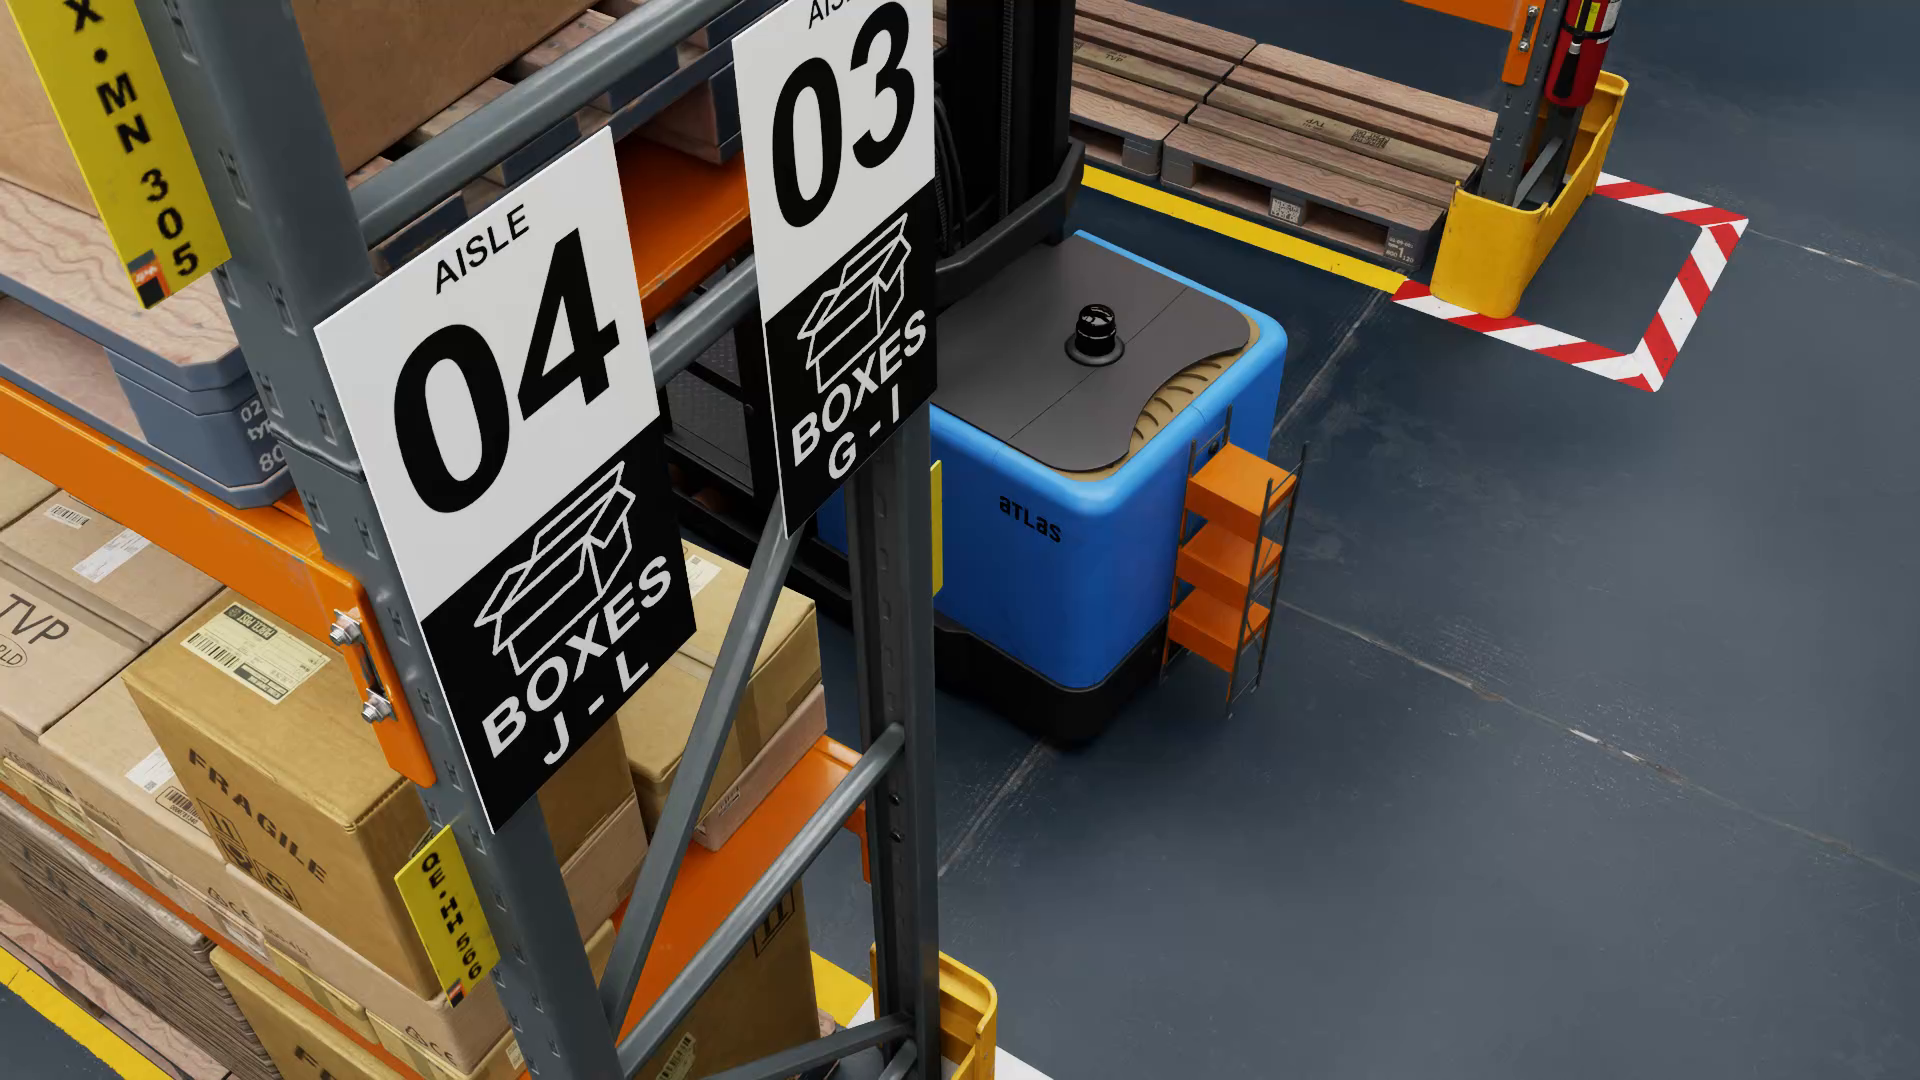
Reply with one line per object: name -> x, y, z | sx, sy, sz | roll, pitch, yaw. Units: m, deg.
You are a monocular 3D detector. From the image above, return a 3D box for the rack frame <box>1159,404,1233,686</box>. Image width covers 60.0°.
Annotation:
rack frame -> 0.699, 0.041, 4.978 | 0.008, 1.050, 0.200 | 30, 53, 26

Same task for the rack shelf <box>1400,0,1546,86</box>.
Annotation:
rack shelf -> 0.624, -2.849, 6.928 | 4.000, 0.370, 1.077 | 25, 51, 22

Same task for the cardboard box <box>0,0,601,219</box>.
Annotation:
cardboard box -> -0.833, -0.766, 1.879 | 0.500, 0.500, 0.700 | 22, 50, 20

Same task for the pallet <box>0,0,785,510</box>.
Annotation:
pallet -> -0.996, -0.631, 2.242 | 1.213, 0.211, 1.003 | 25, 51, 22

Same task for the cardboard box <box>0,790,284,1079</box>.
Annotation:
cardboard box -> -1.714, 0.707, 4.160 | 0.875, 0.875, 0.875 | 25, 51, 22

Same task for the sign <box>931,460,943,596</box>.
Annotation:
sign -> -0.062, 0.003, 2.997 | 0.005, 0.325, 0.100 | 25, 51, 22

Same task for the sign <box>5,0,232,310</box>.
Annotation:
sign -> -0.671, -0.339, 1.335 | 0.005, 0.325, 0.100 | 25, 51, 22

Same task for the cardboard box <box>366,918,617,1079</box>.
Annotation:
cardboard box -> -0.844, 0.813, 3.043 | 0.250, 0.149, 0.380 | 26, 51, 23

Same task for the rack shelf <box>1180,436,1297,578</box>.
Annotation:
rack shelf -> 0.794, -0.094, 4.729 | 0.240, 0.259, 0.215 | 30, 53, 26

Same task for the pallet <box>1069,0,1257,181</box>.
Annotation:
pallet -> 0.612, -2.169, 7.711 | 1.213, 0.211, 1.003 | 25, 51, 22

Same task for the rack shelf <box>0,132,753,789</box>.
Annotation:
rack shelf -> -2.050, -0.904, 2.947 | 4.000, 0.370, 1.077 | 25, 51, 22

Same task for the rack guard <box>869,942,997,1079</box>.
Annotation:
rack guard -> -0.346, 1.545, 3.900 | 0.348, 0.500, 1.175 | 25, 51, 22

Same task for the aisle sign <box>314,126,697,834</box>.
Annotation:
aisle sign -> -0.468, -0.032, 1.877 | 0.004, 0.787, 0.394 | 25, 51, 22

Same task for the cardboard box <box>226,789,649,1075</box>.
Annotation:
cardboard box -> -0.917, 0.586, 2.986 | 0.500, 0.250, 0.500 | 24, 50, 22

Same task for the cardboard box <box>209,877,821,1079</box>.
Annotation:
cardboard box -> -0.948, 1.059, 3.818 | 0.875, 0.875, 0.875 | 25, 51, 22

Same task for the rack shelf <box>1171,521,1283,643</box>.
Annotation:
rack shelf -> 0.794, 0.104, 4.932 | 0.240, 0.259, 0.215 | 30, 53, 26

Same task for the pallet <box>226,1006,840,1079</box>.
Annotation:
pallet -> -1.081, 1.374, 4.268 | 1.213, 0.211, 1.003 | 25, 51, 22

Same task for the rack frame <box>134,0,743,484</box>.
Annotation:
rack frame -> -0.366, -1.426, 0.861 | 0.127, 3.000, 1.000 | 25, 51, 22

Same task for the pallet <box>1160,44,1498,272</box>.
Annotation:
pallet -> 1.635, -1.696, 7.251 | 1.213, 0.211, 1.003 | 25, 51, 22

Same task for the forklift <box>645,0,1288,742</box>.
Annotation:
forklift -> -0.483, -1.303, 4.972 | 3.031, 2.935, 1.130 | 30, 53, 26

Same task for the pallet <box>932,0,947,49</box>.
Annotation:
pallet -> -0.419, -2.641, 8.169 | 1.213, 0.211, 1.003 | 25, 51, 22

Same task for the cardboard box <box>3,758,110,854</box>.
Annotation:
cardboard box -> -1.704, 0.419, 3.427 | 0.250, 0.149, 0.380 | 24, 50, 21

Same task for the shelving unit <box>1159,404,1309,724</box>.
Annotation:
shelving unit -> 0.794, 0.096, 4.924 | 0.252, 1.050, 0.215 | 30, 53, 26

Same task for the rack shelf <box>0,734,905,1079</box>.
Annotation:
rack shelf -> -2.050, 0.141, 4.023 | 4.000, 0.370, 1.077 | 25, 51, 22

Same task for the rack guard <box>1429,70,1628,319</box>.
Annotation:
rack guard -> 2.335, -1.453, 6.813 | 0.348, 0.500, 1.175 | 25, 51, 22

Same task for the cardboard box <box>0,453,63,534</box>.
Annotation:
cardboard box -> -2.213, -0.007, 3.562 | 0.500, 0.250, 0.500 | 25, 51, 22

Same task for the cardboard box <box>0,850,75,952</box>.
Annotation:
cardboard box -> -2.463, 0.362, 4.495 | 0.875, 0.875, 0.875 | 25, 51, 22

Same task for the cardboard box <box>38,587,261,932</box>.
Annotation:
cardboard box -> -1.344, 0.389, 3.178 | 0.500, 0.250, 0.500 | 24, 50, 21

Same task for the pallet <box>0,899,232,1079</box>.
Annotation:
pallet -> -2.104, 0.901, 4.727 | 1.213, 0.211, 1.003 | 25, 51, 22

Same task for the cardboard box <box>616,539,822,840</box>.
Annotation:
cardboard box -> -0.624, 0.264, 3.299 | 0.500, 0.250, 0.500 | 23, 50, 21

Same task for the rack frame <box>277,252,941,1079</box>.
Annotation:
rack frame -> -0.366, 0.665, 3.013 | 0.127, 3.000, 1.000 | 25, 51, 22

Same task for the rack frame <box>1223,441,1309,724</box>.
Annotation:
rack frame -> 0.889, 0.151, 4.871 | 0.008, 1.050, 0.200 | 30, 53, 26

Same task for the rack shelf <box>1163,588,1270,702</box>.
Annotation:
rack shelf -> 0.794, 0.297, 5.131 | 0.240, 0.259, 0.215 | 30, 53, 26

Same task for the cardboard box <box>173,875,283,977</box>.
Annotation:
cardboard box -> -1.275, 0.615, 3.236 | 0.250, 0.149, 0.380 | 25, 51, 22

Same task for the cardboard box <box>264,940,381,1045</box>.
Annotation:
cardboard box -> -1.063, 0.714, 3.140 | 0.250, 0.149, 0.380 | 25, 51, 22

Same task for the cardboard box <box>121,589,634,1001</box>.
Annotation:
cardboard box -> -0.918, 0.322, 2.720 | 0.500, 0.500, 0.500 | 25, 51, 23

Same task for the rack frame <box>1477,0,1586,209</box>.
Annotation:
rack frame -> 2.308, -2.325, 5.918 | 0.127, 3.000, 1.000 | 25, 51, 22

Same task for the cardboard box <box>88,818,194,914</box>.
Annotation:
cardboard box -> -1.485, 0.518, 3.330 | 0.250, 0.149, 0.380 | 26, 51, 23

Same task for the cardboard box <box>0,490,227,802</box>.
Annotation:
cardboard box -> -1.773, 0.192, 3.369 | 0.500, 0.250, 0.500 | 23, 50, 21

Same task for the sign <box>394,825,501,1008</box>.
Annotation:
sign -> -0.671, 0.501, 2.199 | 0.005, 0.325, 0.100 | 25, 51, 22

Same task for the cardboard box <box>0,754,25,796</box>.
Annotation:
cardboard box -> -1.923, 0.319, 3.524 | 0.250, 0.149, 0.380 | 25, 51, 22

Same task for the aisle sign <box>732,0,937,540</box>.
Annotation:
aisle sign -> -0.144, -0.395, 2.229 | 0.004, 0.787, 0.394 | 25, 51, 22

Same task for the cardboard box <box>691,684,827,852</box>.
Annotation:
cardboard box -> -0.487, 0.416, 3.430 | 0.250, 0.149, 0.380 | 25, 51, 23

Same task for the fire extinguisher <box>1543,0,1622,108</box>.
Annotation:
fire extinguisher -> 2.189, -1.836, 5.756 | 0.183, 0.674, 0.296 | 25, 51, 22
